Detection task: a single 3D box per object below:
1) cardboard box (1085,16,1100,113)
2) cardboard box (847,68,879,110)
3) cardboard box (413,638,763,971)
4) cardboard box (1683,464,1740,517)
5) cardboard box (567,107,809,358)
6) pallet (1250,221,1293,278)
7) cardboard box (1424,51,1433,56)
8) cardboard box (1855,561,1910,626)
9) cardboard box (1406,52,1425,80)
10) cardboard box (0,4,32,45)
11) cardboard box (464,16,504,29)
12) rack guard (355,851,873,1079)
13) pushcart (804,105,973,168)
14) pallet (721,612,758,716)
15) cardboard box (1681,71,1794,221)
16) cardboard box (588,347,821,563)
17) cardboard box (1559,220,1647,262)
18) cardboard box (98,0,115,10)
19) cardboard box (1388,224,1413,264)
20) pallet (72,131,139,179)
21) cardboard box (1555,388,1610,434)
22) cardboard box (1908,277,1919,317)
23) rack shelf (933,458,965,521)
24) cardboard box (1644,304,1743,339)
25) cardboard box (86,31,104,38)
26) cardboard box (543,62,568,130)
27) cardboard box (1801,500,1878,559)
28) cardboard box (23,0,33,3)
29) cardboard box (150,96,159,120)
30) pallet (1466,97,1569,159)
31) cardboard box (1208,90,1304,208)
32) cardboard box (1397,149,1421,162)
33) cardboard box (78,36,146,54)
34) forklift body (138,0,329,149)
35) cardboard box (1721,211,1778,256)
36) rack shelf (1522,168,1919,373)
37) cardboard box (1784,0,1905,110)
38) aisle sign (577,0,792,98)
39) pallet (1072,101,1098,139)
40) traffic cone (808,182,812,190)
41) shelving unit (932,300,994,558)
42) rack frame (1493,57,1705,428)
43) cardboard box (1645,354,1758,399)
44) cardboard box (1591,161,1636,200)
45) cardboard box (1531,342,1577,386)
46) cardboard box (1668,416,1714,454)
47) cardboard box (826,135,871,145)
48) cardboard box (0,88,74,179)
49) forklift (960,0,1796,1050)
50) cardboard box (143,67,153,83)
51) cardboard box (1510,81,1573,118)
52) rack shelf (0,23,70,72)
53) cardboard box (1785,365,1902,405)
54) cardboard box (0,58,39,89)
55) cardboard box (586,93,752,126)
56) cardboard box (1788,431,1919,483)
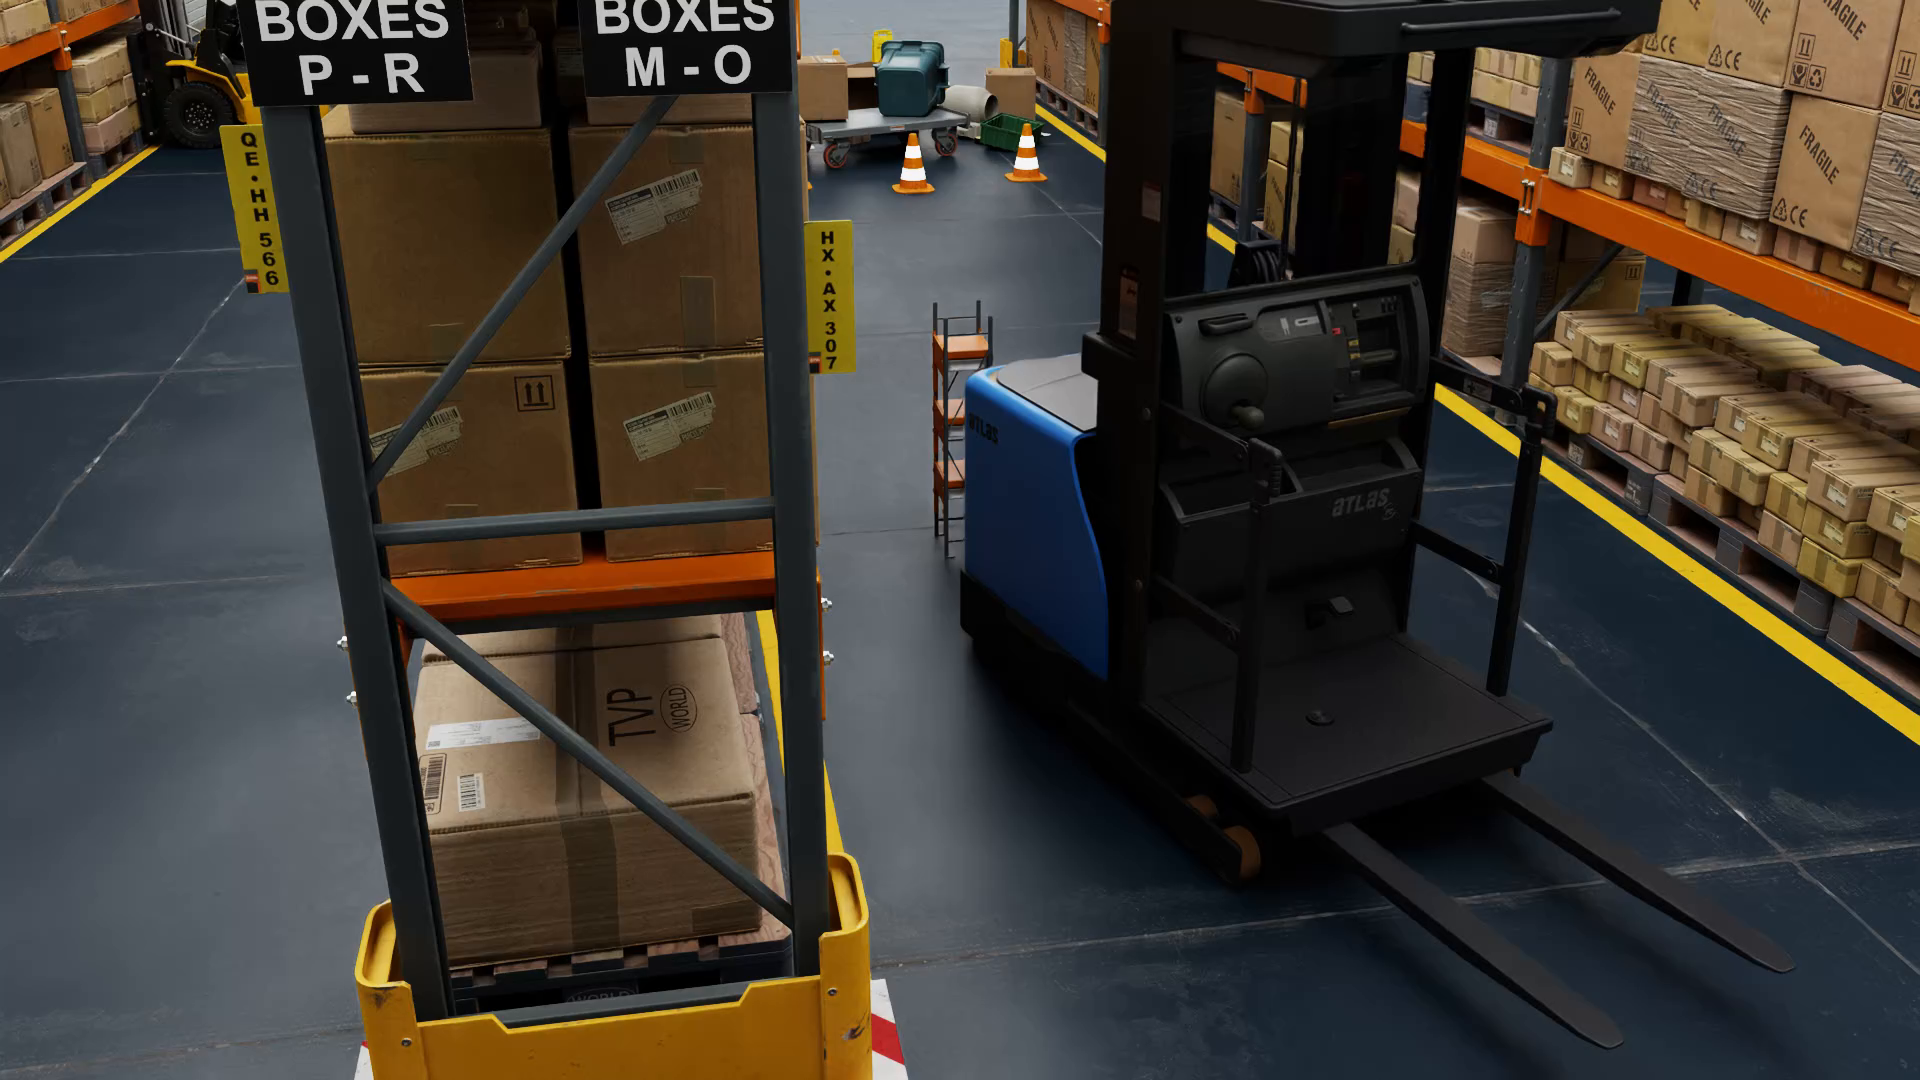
[{"bbox_3d":[1.762,-4.631,16.236,0.875,0.875,0.875,-4,24,-9],"label":"cardboard box"},{"bbox_3d":[-0.782,-4.375,16.468,0.797,0.637,0.503,-4,24,-10],"label":"cardboard box"},{"bbox_3d":[-1.038,0.696,4.586,0.875,0.438,0.875,-5,24,-12],"label":"cardboard box"},{"bbox_3d":[3.320,-0.225,7.054,0.380,0.149,0.250,-5,24,-11],"label":"cardboard box"},{"bbox_3d":[-0.627,-0.748,3.840,0.500,0.500,0.500,-5,24,-11],"label":"cardboard box"},{"bbox_3d":[2.692,-2.001,11.568,1.003,0.211,1.213,-4,24,-10],"label":"pallet"},{"bbox_3d":[2.826,-2.780,9.284,0.380,0.149,0.250,-6,24,-12],"label":"cardboard box"},{"bbox_3d":[3.556,0.182,6.122,0.380,0.149,0.250,-4,24,-9],"label":"cardboard box"},{"bbox_3d":[2.777,-2.744,9.575,0.380,0.149,0.250,-3,24,-7],"label":"cardboard box"},{"bbox_3d":[-7.465,-3.940,12.711,0.500,0.250,0.500,-4,24,-10],"label":"cardboard box"},{"bbox_3d":[-1.282,-1.155,3.961,0.380,0.149,0.250,-5,24,-10],"label":"cardboard box"},{"bbox_3d":[-0.813,1.121,4.058,1.175,0.500,0.348,-4,24,-10],"label":"rack guard"},{"bbox_3d":[-0.805,-3.740,15.343,1.648,0.377,0.936,-13,27,-28],"label":"pushcart"},{"bbox_3d":[-1.265,0.457,5.941,1.003,0.211,1.213,-4,24,-10],"label":"pallet"},{"bbox_3d":[3.289,-1.587,6.639,0.500,0.500,0.500,-5,24,-11],"label":"cardboard box"},{"bbox_3d":[-0.624,-0.290,4.040,0.500,0.500,0.500,-4,24,-10],"label":"cardboard box"},{"bbox_3d":[3.412,-1.714,9.088,0.500,0.250,0.500,-5,24,-12],"label":"cardboard box"},{"bbox_3d":[-7.947,-5.027,14.888,0.500,0.500,0.500,-5,24,-10],"label":"cardboard box"},{"bbox_3d":[2.810,-1.534,9.614,0.500,0.500,0.500,-5,24,-11],"label":"cardboard box"},{"bbox_3d":[-8.020,-3.423,14.824,1.003,0.211,1.213,-4,24,-10],"label":"pallet"},{"bbox_3d":[3.089,-0.627,7.976,0.380,0.149,0.250,-4,24,-8],"label":"cardboard box"},{"bbox_3d":[3.530,-0.835,5.727,0.380,0.149,0.250,-5,24,-12],"label":"cardboard box"},{"bbox_3d":[0.010,-0.196,7.107,0.215,0.259,0.240,-4,24,-10],"label":"rack shelf"},{"bbox_3d":[3.610,-1.051,8.203,0.380,0.149,0.250,-4,24,-8],"label":"cardboard box"},{"bbox_3d":[-8.573,-4.752,16.044,0.500,0.250,0.500,-4,24,-10],"label":"cardboard box"},{"bbox_3d":[-1.355,-1.108,4.665,0.500,0.500,0.500,-4,24,-10],"label":"cardboard box"},{"bbox_3d":[3.444,-0.056,6.295,0.380,0.149,0.250,-4,24,-9],"label":"cardboard box"},{"bbox_3d":[-7.572,-4.371,13.073,0.500,0.250,0.500,-5,24,-11],"label":"cardboard box"},{"bbox_3d":[-7.972,-4.133,15.876,0.500,0.250,0.500,-4,24,-8],"label":"cardboard box"},{"bbox_3d":[3.290,-2.237,8.863,1.003,0.211,1.213,-4,24,-10],"label":"pallet"},{"bbox_3d":[2.525,-2.994,12.644,1.050,0.750,0.750,-5,24,-10],"label":"cardboard box"},{"bbox_3d":[2.611,-2.293,10.414,0.500,0.250,0.500,-4,24,-9],"label":"cardboard box"},{"bbox_3d":[-7.973,-4.593,15.680,0.500,0.250,0.500,-5,24,-11],"label":"cardboard box"},{"bbox_3d":[-6.510,-4.958,15.916,2.313,2.155,1.214,-4,24,-10],"label":"forklift body"},{"bbox_3d":[3.311,-1.248,6.674,0.380,0.149,0.250,-3,24,-7],"label":"cardboard box"},{"bbox_3d":[3.658,-0.897,6.454,1.077,0.370,4.000,-4,24,-10],"label":"rack shelf"},{"bbox_3d":[3.400,-1.853,5.999,0.500,0.500,0.500,-5,24,-12],"label":"cardboard box"},{"bbox_3d":[-0.519,-1.218,3.043,0.394,0.787,0.004,-4,24,-10],"label":"aisle sign"},{"bbox_3d":[1.745,-4.187,16.573,1.003,0.211,1.213,-4,24,-10],"label":"pallet"},{"bbox_3d":[-1.432,-3.207,14.015,0.336,0.463,0.334,-4,24,-10],"label":"traffic cone"},{"bbox_3d":[0.010,-0.460,6.992,0.215,1.050,0.252,-4,24,-10],"label":"shelving unit"},{"bbox_3d":[3.289,-2.013,8.112,1.000,3.000,0.127,-4,24,-10],"label":"rack frame"},{"bbox_3d":[3.307,-0.711,7.425,0.380,0.149,0.250,-5,24,-11],"label":"cardboard box"},{"bbox_3d":[3.140,-1.666,7.631,0.380,0.149,0.250,-4,24,-8],"label":"cardboard box"},{"bbox_3d":[3.041,-0.869,8.158,0.380,0.149,0.250,-3,24,-7],"label":"cardboard box"},{"bbox_3d":[3.331,-0.467,7.237,0.380,0.149,0.250,-3,24,-7],"label":"cardboard box"},{"bbox_3d":[-1.078,-3.980,16.031,0.396,0.266,0.258,18,29,36],"label":"cardboard box"},{"bbox_3d":[-7.807,-3.285,13.465,0.875,0.625,0.625,-3,24,-7],"label":"cardboard box"},{"bbox_3d":[1.129,-0.533,4.809,1.130,2.935,3.031,-12,26,-25],"label":"forklift"},{"bbox_3d":[-7.969,-4.355,15.759,0.500,0.250,0.500,-4,24,-10],"label":"cardboard box"},{"bbox_3d":[3.021,-2.232,8.402,0.380,0.149,0.250,-5,24,-11],"label":"cardboard box"},{"bbox_3d":[-7.544,-3.269,11.885,1.077,0.370,4.000,-4,24,-10],"label":"rack shelf"},{"bbox_3d":[3.862,-0.649,7.281,0.380,0.149,0.250,-5,24,-12],"label":"cardboard box"},{"bbox_3d":[-8.195,-3.955,14.219,0.500,0.250,0.500,-4,24,-9],"label":"cardboard box"},{"bbox_3d":[-0.611,-0.995,3.596,0.380,0.149,0.250,-4,24,-9],"label":"cardboard box"},{"bbox_3d":[3.489,-0.303,6.491,0.380,0.149,0.250,-5,24,-12],"label":"cardboard box"}]
